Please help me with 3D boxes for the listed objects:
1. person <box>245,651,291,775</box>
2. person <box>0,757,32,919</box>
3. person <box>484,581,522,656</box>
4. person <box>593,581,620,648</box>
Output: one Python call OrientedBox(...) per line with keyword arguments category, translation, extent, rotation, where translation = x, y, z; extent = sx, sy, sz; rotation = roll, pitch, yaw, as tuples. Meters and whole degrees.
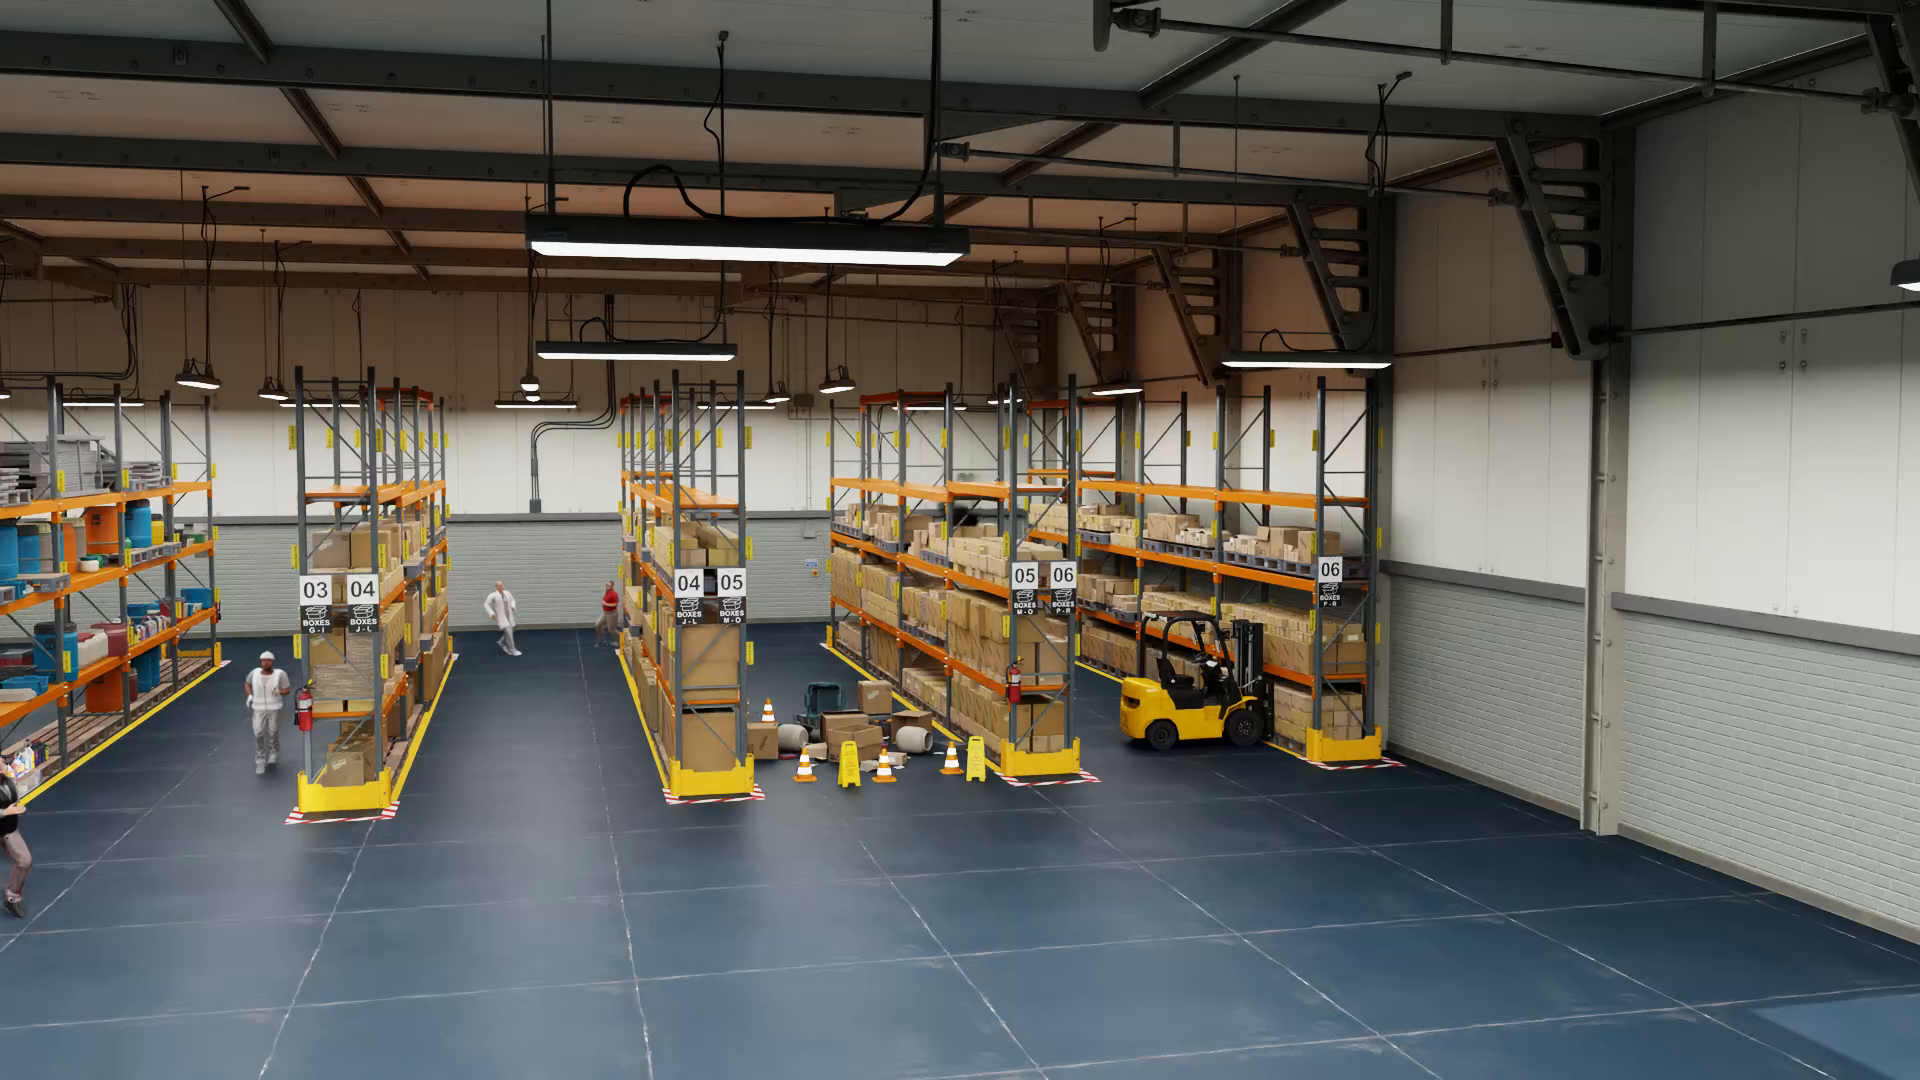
OrientedBox(category="person", translation=(-10.509, 2.608, 25.254), extent=(0.659, 1.848, 0.803), rotation=(-1, 4, -18))
OrientedBox(category="person", translation=(-10.100, 3.108, 17.399), extent=(0.887, 1.760, 0.662), rotation=(1, 4, 14))
OrientedBox(category="person", translation=(-10.653, 1.819, 38.700), extent=(0.868, 1.737, 0.773), rotation=(3, 5, 41))
OrientedBox(category="person", translation=(-8.401, 1.802, 40.091), extent=(0.703, 1.689, 0.866), rotation=(-3, 4, -37))
